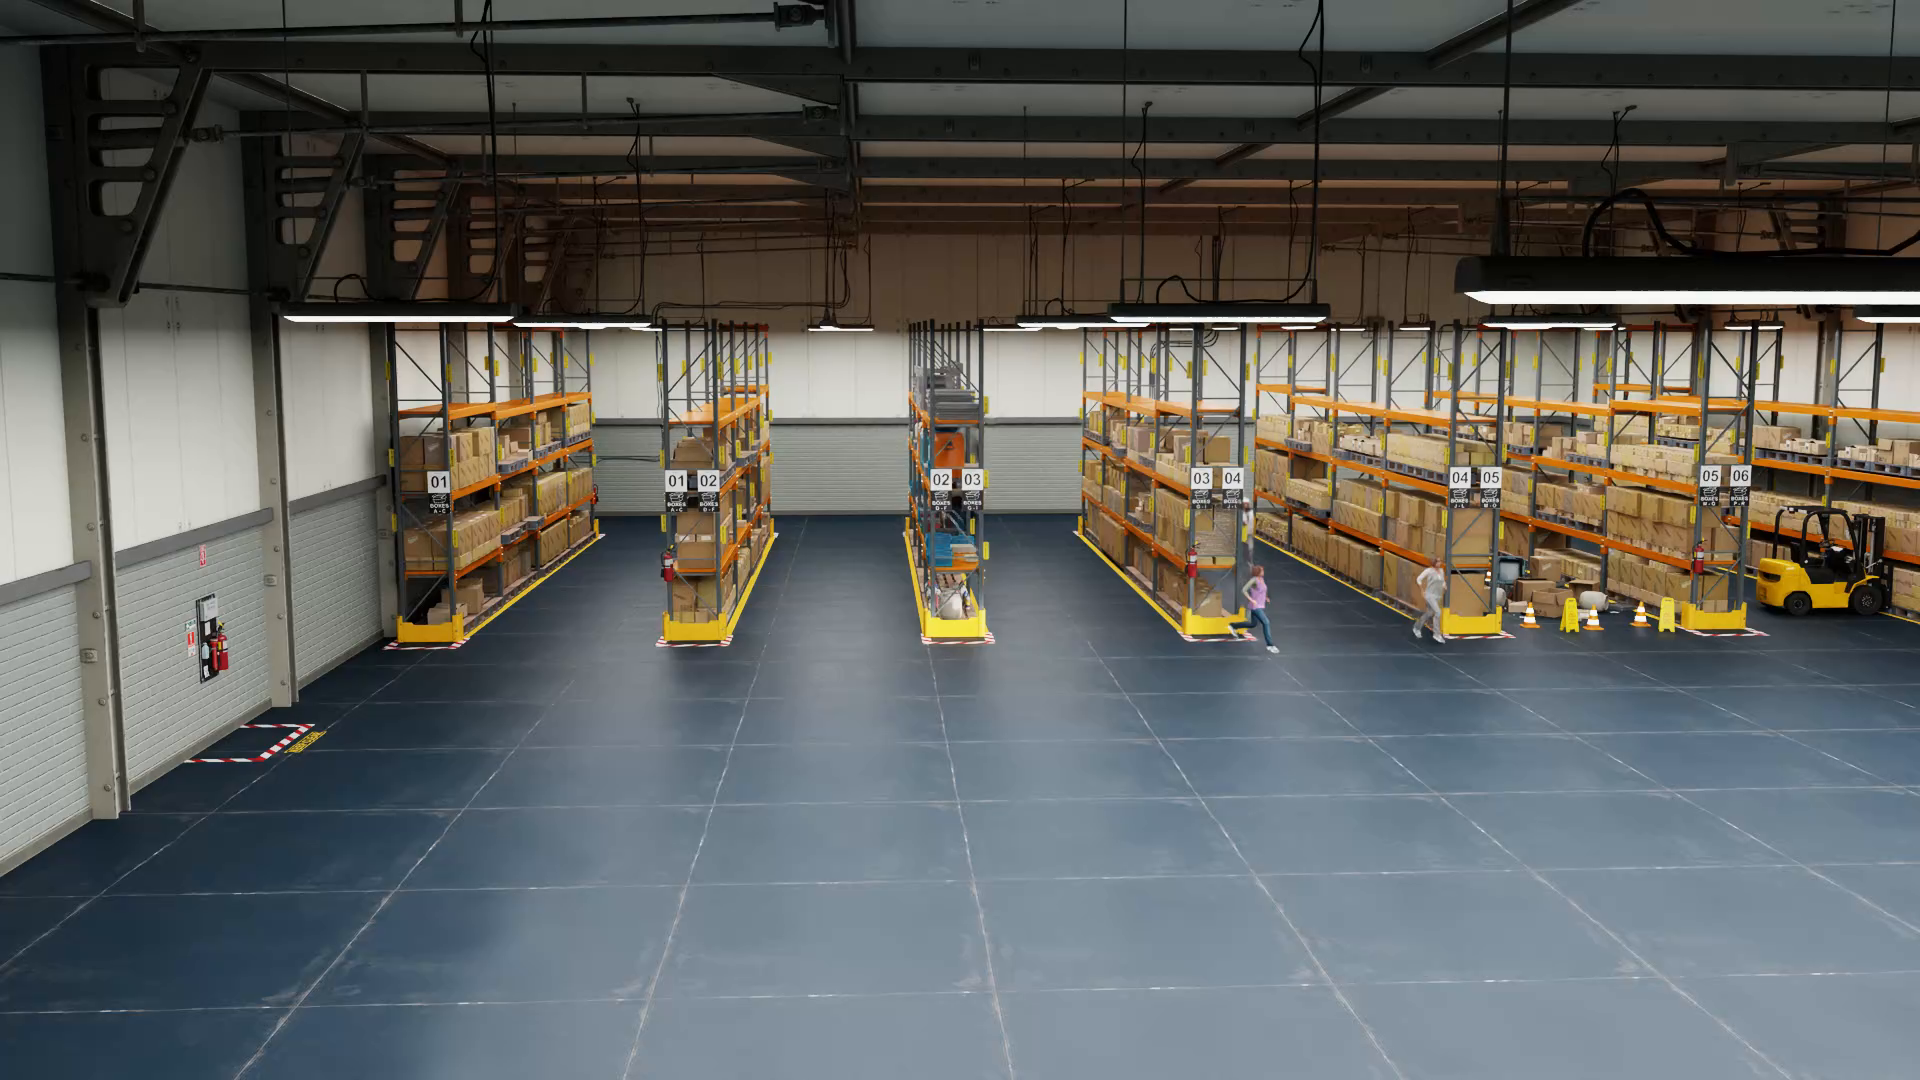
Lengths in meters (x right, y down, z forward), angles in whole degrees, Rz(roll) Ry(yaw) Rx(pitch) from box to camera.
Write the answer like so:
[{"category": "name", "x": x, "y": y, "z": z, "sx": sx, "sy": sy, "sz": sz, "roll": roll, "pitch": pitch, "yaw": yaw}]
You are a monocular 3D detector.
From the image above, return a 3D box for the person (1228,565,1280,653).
[{"category": "person", "x": 5.350, "y": 1.233, "z": 30.217, "sx": 1.009, "sy": 1.587, "sz": 0.509, "roll": 3, "pitch": 8, "yaw": 24}]

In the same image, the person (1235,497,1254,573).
[{"category": "person", "x": 6.885, "y": -0.146, "z": 40.361, "sx": 0.610, "sy": 1.805, "sz": 0.889, "roll": -1, "pitch": 7, "yaw": -7}]

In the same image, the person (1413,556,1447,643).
[{"category": "person", "x": 8.845, "y": 1.073, "z": 31.080, "sx": 0.527, "sy": 1.577, "sz": 0.800, "roll": -5, "pitch": 9, "yaw": -34}]

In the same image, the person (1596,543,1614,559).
[{"category": "person", "x": 16.038, "y": -0.247, "z": 41.257, "sx": 0.718, "sy": 1.753, "sz": 0.981, "roll": -1, "pitch": 7, "yaw": -8}]
